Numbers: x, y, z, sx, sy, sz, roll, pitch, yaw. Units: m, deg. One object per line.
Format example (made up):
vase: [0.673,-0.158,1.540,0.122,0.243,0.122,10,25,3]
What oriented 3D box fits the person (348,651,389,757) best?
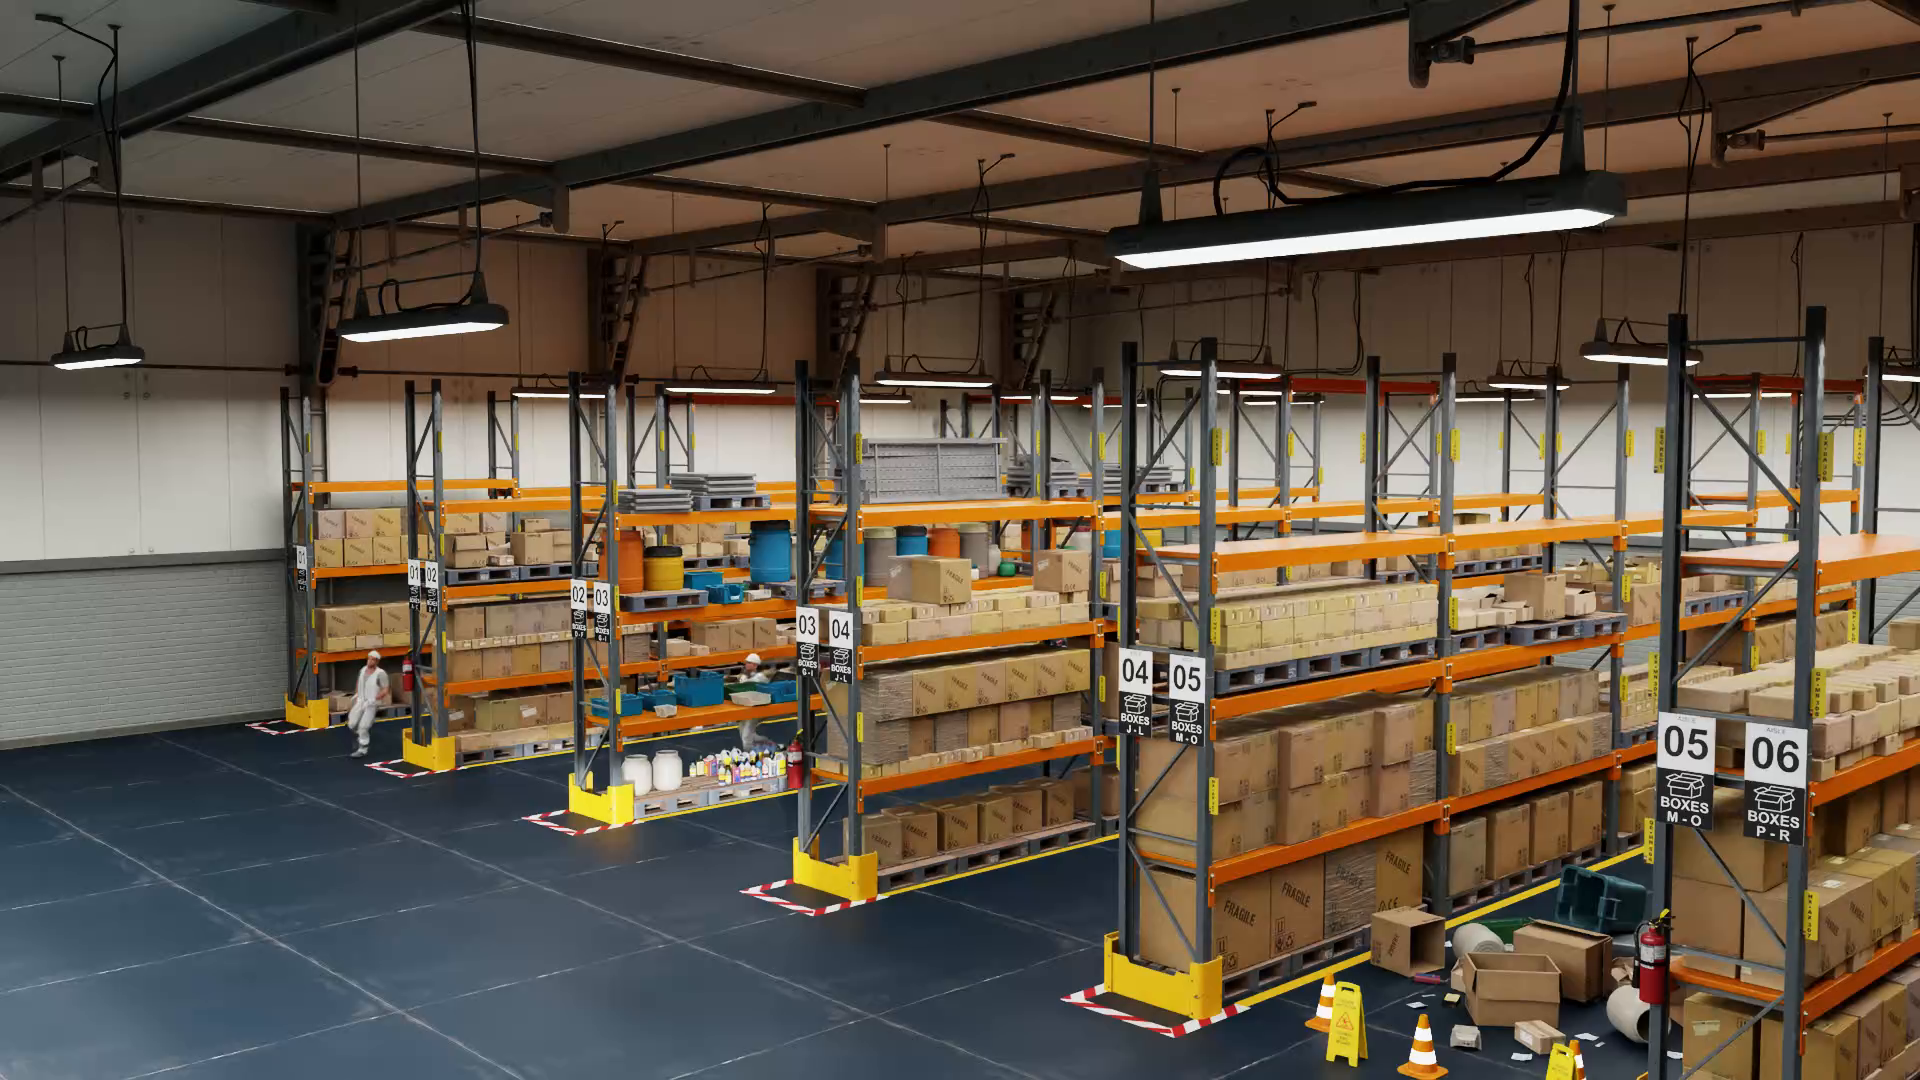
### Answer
person: [-9.439,2.617,26.440,0.713,1.712,0.560,1,4,14]

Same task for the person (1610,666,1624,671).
person: [9.933,2.724,25.050,0.910,1.724,0.672,-4,5,-45]

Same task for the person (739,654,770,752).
person: [-3.201,2.636,25.878,0.657,1.748,0.752,3,5,40]
